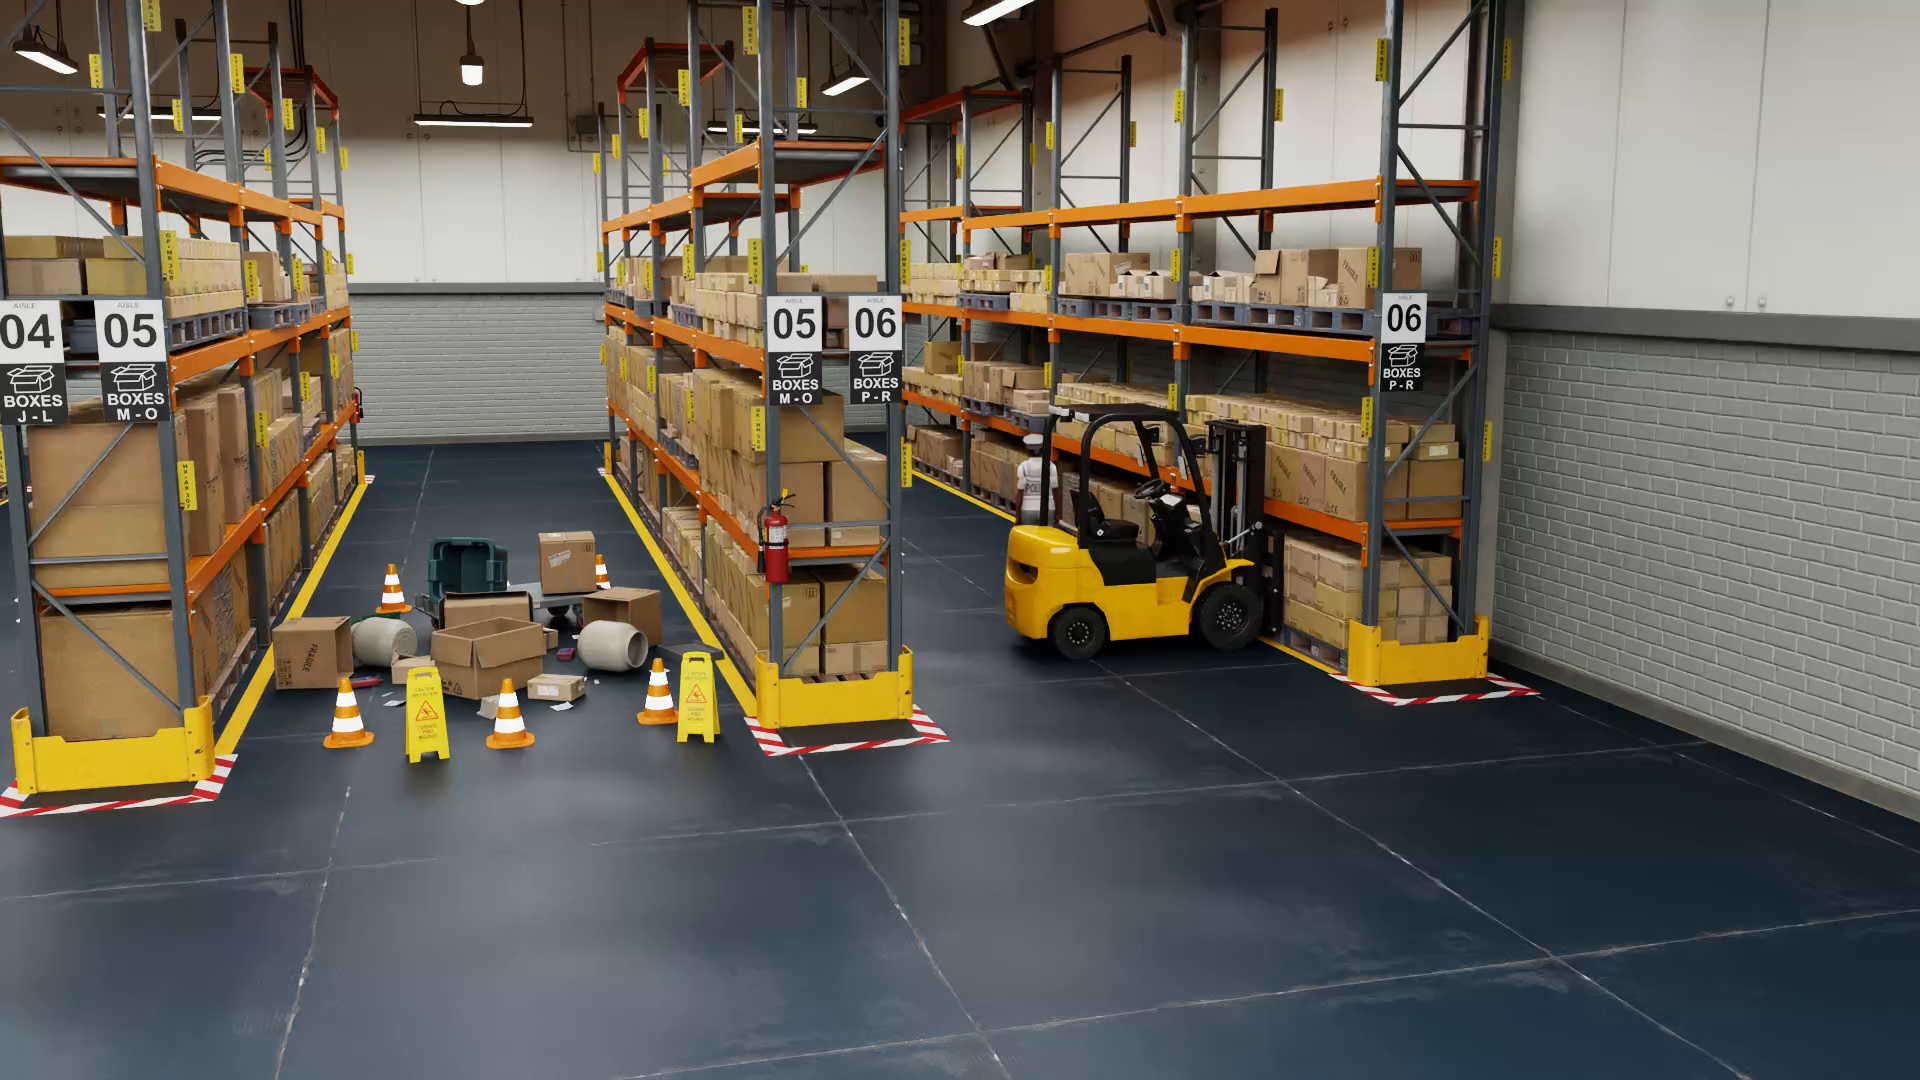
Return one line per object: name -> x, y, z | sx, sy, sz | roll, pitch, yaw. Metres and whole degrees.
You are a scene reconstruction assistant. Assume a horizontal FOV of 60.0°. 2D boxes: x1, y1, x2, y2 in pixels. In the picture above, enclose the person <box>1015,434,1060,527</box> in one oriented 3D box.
person -> 0.807, -0.270, 17.408 | 0.474, 1.683, 0.489 | 0, 9, -3
